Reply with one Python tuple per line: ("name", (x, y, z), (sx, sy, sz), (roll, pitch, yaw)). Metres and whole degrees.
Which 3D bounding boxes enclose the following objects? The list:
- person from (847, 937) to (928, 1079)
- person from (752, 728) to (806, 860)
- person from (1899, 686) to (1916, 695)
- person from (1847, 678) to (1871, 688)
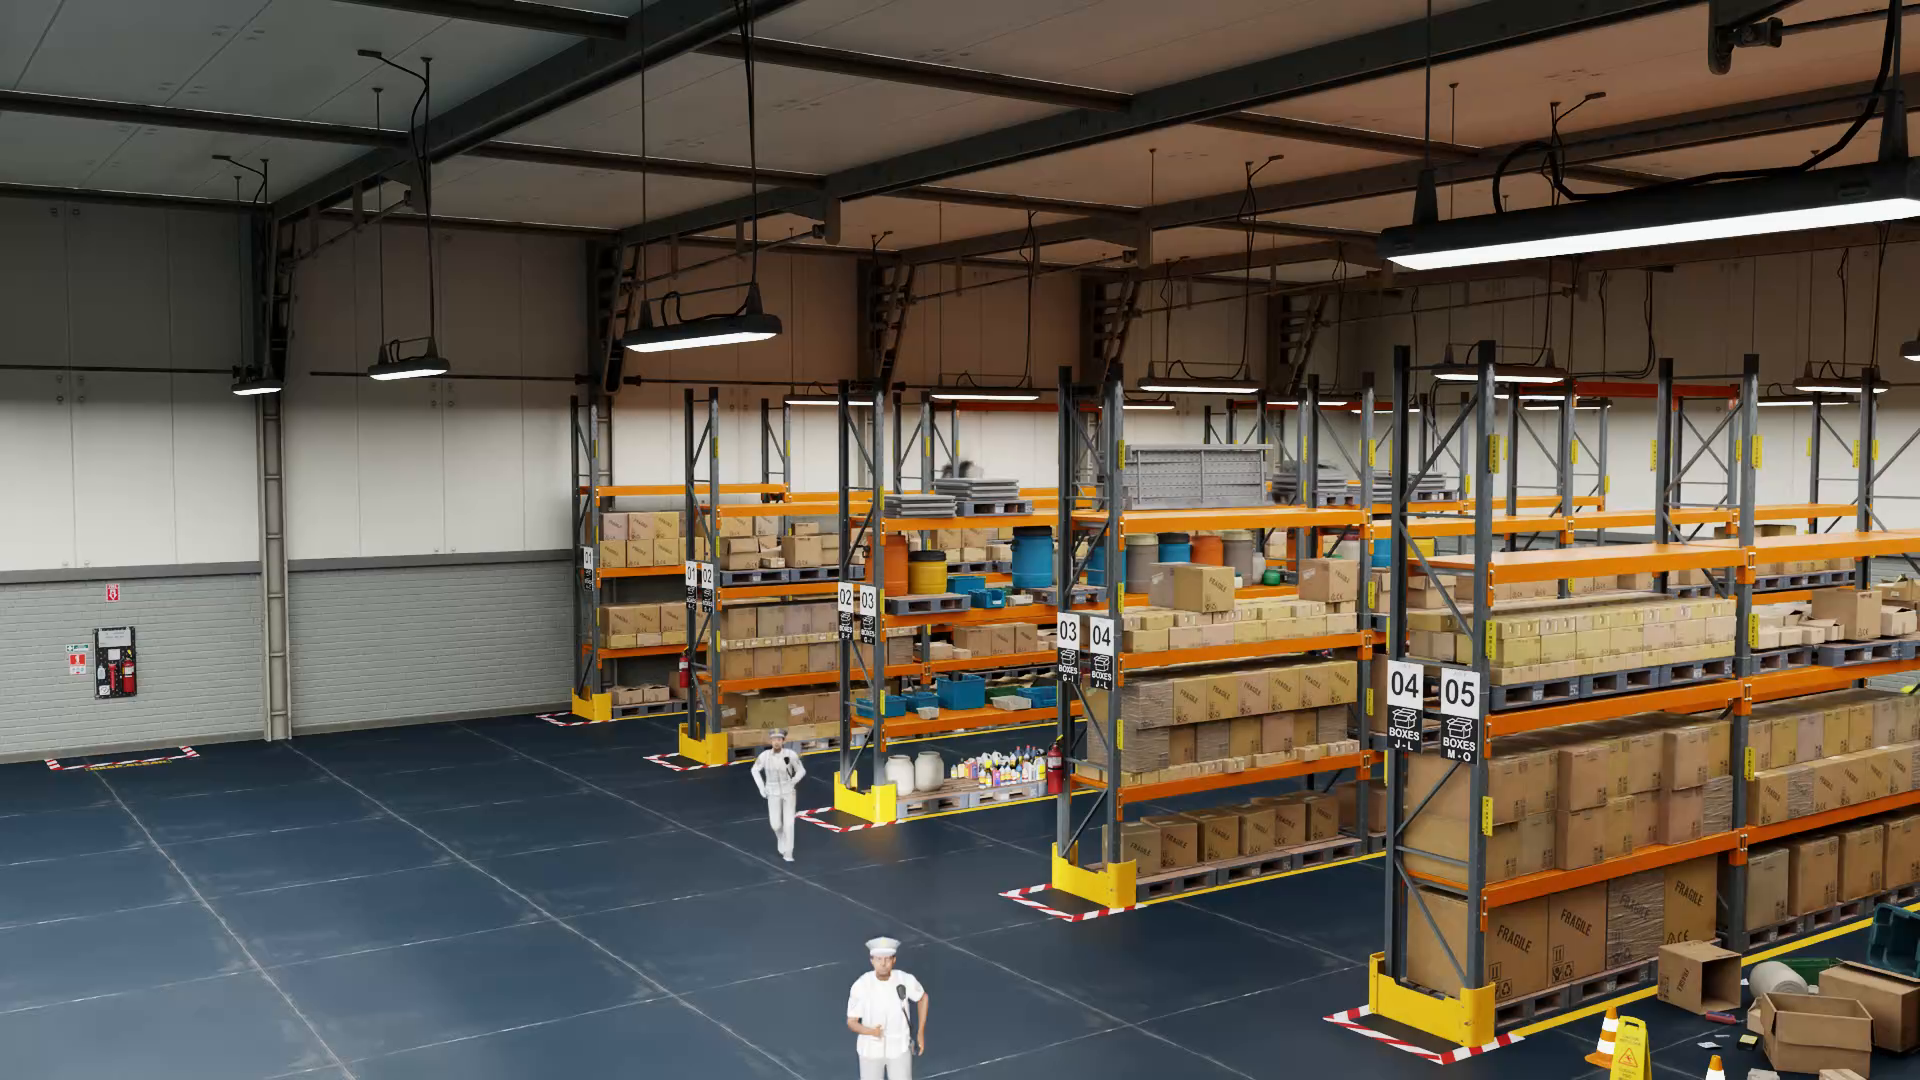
("person", (-0.506, 3.630, 11.616), (0.564, 1.756, 0.712), (0, 3, 0))
("person", (-2.220, 3.119, 20.379), (0.668, 1.652, 0.566), (0, 3, -6))
("person", (13.212, 2.898, 23.222), (0.569, 1.721, 0.674), (-2, 4, -33))
("person", (15.561, 2.563, 29.084), (0.690, 1.708, 0.757), (-1, 4, -22))
